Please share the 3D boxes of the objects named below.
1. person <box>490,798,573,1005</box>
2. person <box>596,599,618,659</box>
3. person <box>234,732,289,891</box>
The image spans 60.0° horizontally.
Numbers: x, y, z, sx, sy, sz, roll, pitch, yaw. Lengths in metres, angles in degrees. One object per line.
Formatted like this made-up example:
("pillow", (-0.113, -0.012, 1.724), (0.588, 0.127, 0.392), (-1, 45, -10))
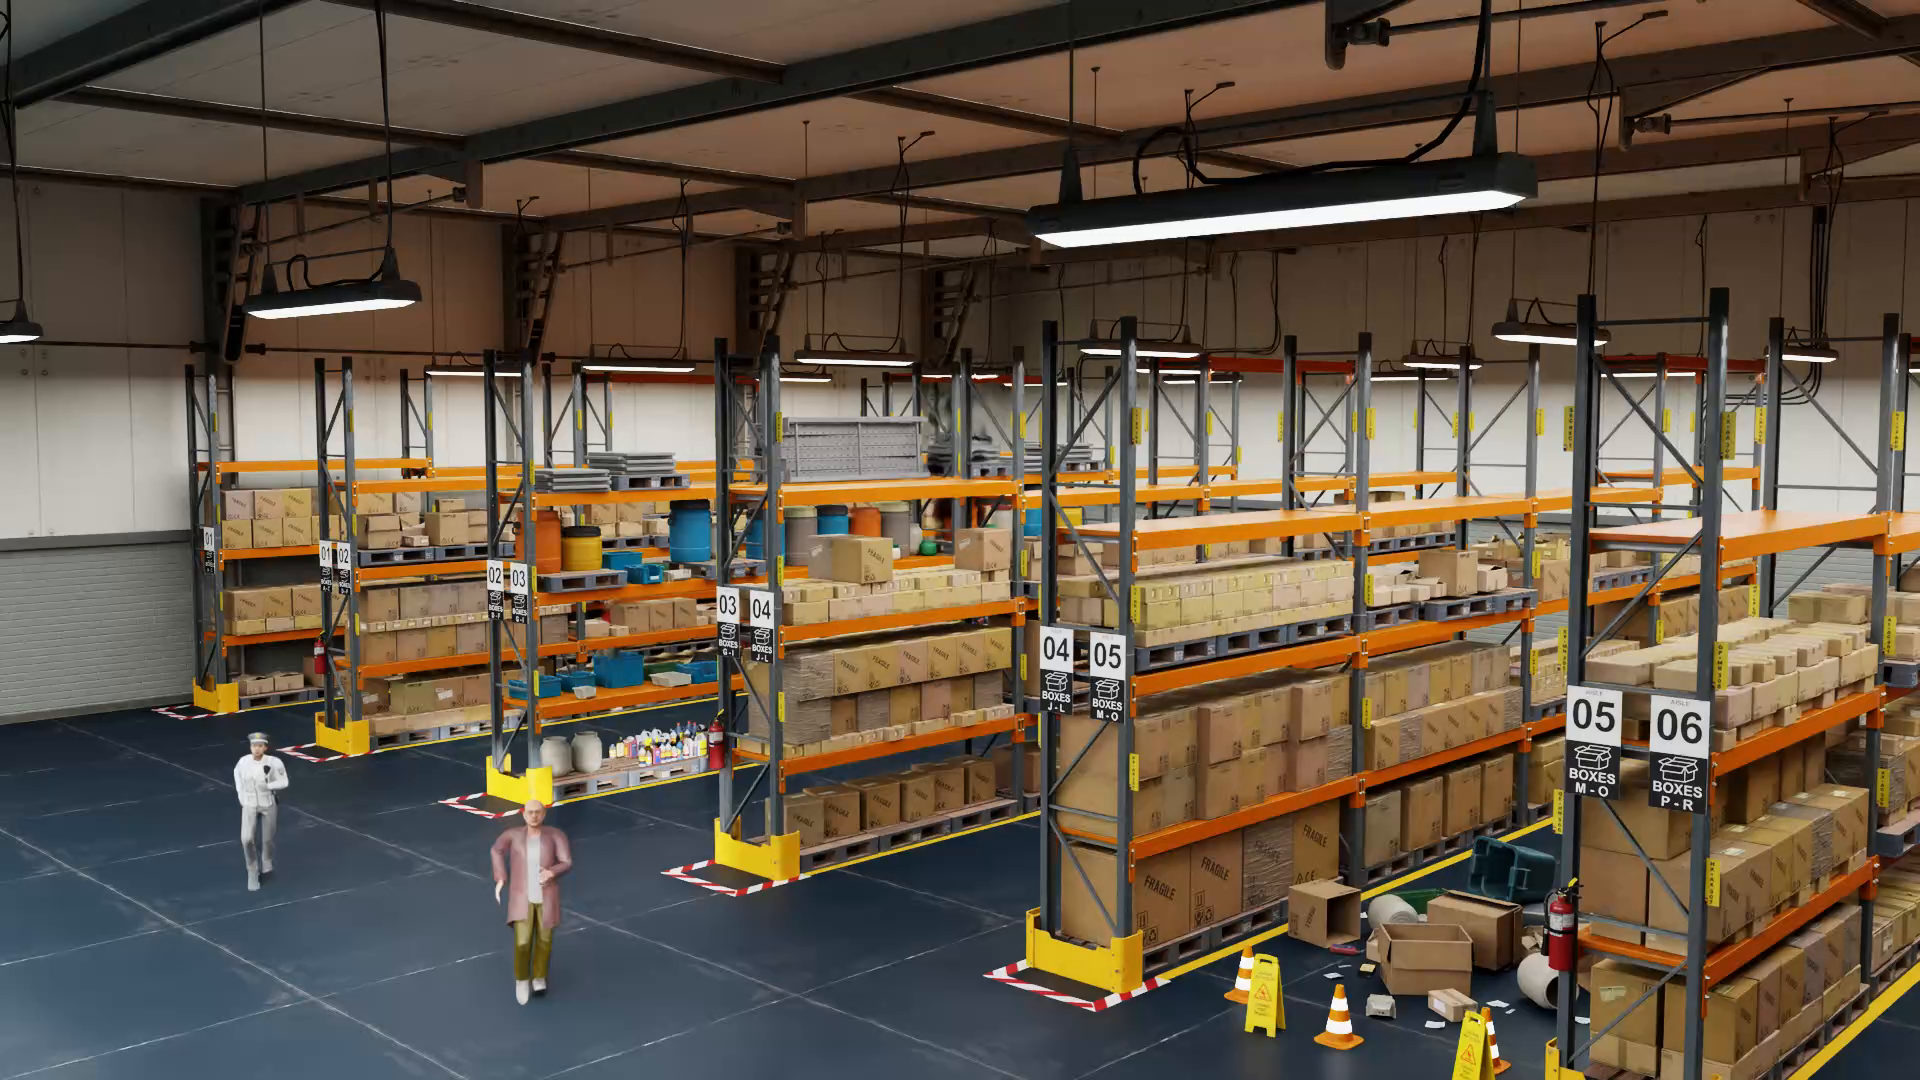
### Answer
("person", (-3.742, 3.173, 14.588), (0.684, 1.778, 0.761), (-1, 5, -19))
("person", (-6.591, 1.939, 31.153), (0.659, 1.674, 0.622), (3, 6, 37))
("person", (-7.663, 2.945, 18.258), (0.590, 1.748, 0.792), (-1, 5, -15))
